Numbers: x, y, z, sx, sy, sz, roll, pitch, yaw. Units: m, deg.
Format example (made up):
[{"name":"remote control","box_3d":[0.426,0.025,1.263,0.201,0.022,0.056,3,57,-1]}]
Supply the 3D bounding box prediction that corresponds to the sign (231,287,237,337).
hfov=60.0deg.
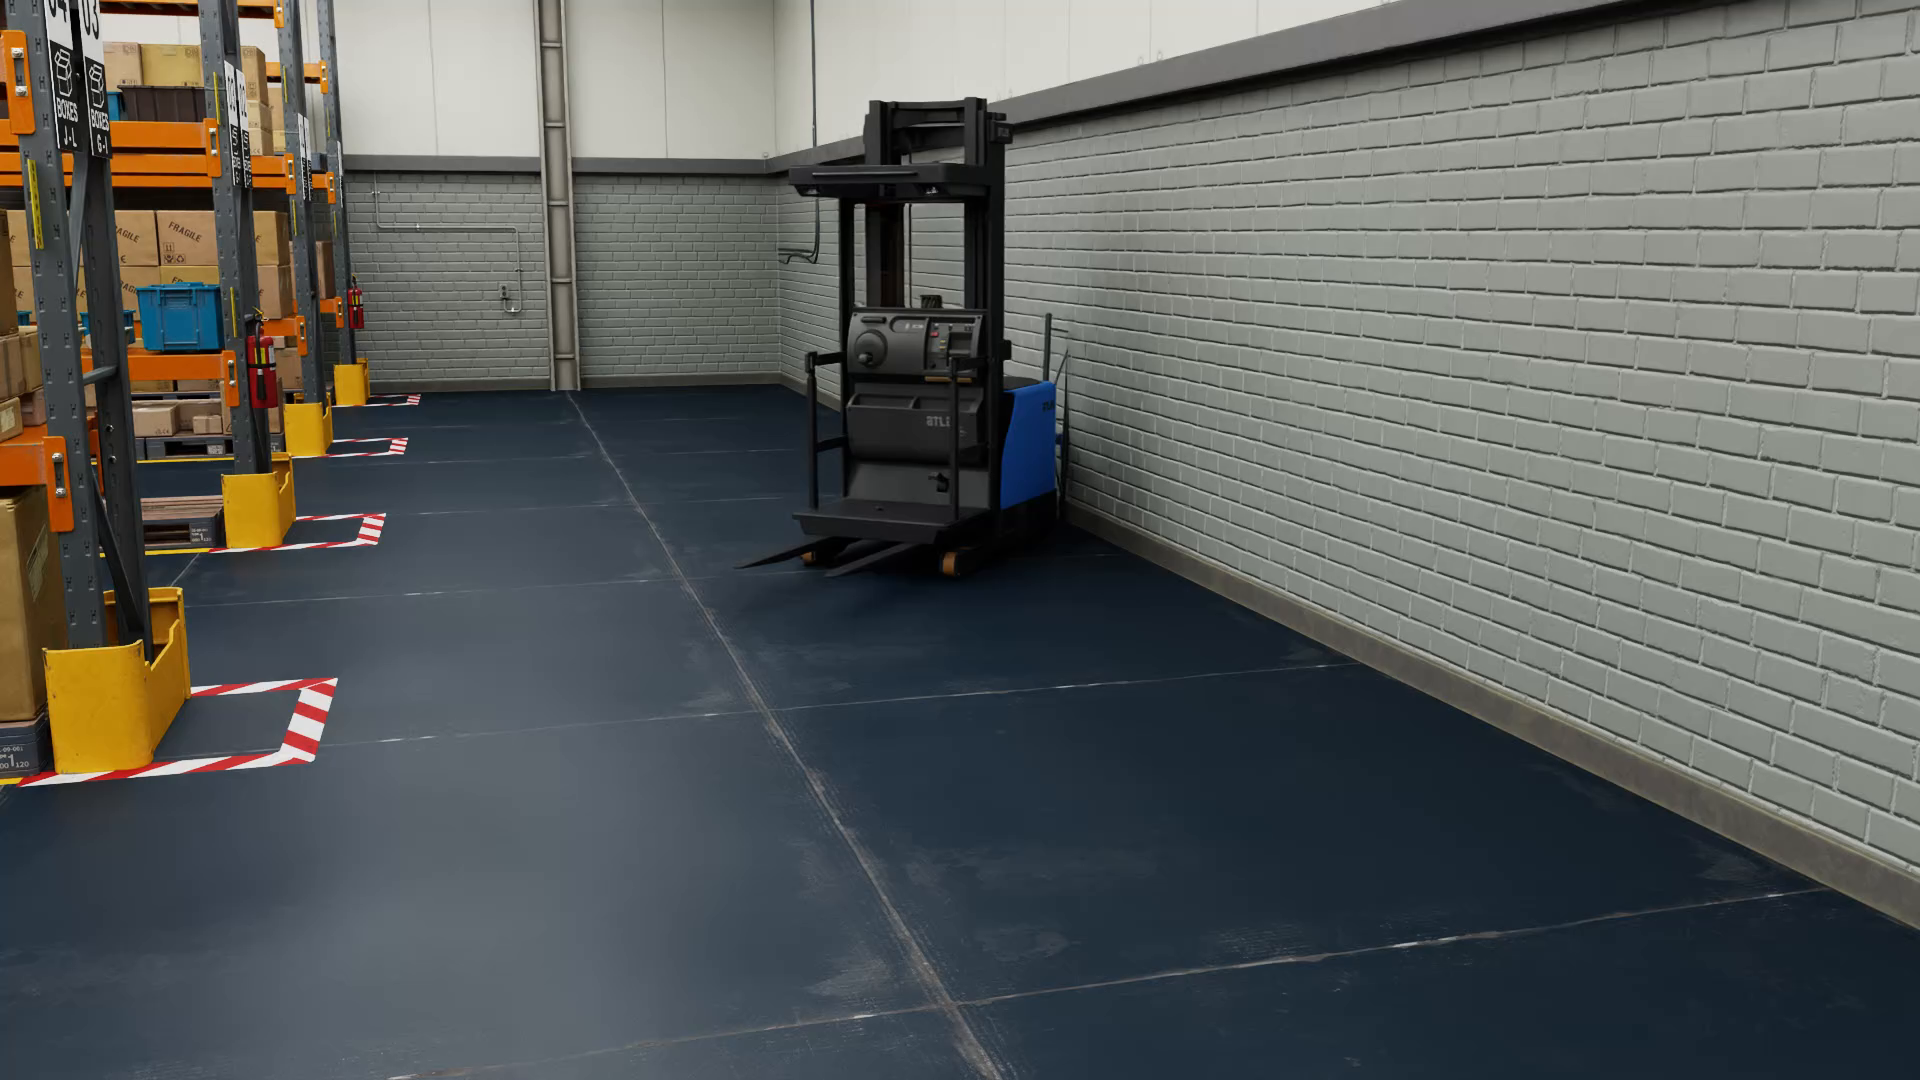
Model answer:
[{"name":"sign","box_3d":[-4.797,-1.505,10.987,0.005,0.325,0.100,-3,11,-16]}]

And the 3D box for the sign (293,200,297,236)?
[{"name":"sign","box_3d":[-6.212,-3.008,15.533,0.005,0.325,0.100,-3,11,-16]}]

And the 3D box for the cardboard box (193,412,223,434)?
[{"name":"cardboard box","box_3d":[-7.215,-1.129,16.004,0.250,0.166,0.380,-3,11,-16]}]

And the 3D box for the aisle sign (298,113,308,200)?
[{"name":"aisle sign","box_3d":[-6.197,-3.610,15.690,0.004,0.787,0.394,-3,11,-16]}]

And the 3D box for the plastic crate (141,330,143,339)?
[{"name":"plastic crate","box_3d":[-5.627,-1.463,11.769,0.298,0.136,0.250,-3,11,-16]}]

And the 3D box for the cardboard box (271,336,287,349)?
[{"name":"cardboard box","box_3d":[-8.452,-2.447,20.507,0.250,0.149,0.380,-3,11,-17]}]

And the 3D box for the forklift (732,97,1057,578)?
[{"name":"forklift","box_3d":[-0.378,-1.295,10.488,1.130,2.935,3.031,5,11,24]}]

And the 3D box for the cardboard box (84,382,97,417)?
[{"name":"cardboard box","box_3d":[-8.386,-1.263,15.803,0.637,0.503,0.797,-3,11,-16]}]

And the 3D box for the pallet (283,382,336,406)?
[{"name":"pallet","box_3d":[-8.482,-1.817,20.831,1.213,0.211,1.003,-3,11,-16]}]

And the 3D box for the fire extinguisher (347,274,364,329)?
[{"name":"fire extinguisher","box_3d":[-7.462,-2.948,20.519,0.183,0.674,0.296,-3,11,-16]}]

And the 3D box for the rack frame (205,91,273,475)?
[{"name":"rack frame","box_3d":[-4.967,-1.520,11.517,0.127,3.000,1.000,-3,11,-16]}]

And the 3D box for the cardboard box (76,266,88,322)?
[{"name":"cardboard box","box_3d":[-8.163,-2.284,15.390,0.500,0.500,0.500,-3,11,-17]}]

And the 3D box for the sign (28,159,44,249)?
[{"name":"sign","box_3d":[-3.444,-1.250,6.198,0.005,0.325,0.100,-3,11,-16]}]

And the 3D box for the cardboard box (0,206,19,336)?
[{"name":"cardboard box","box_3d":[-3.977,-1.030,6.377,0.500,0.500,0.500,-3,11,-15]}]

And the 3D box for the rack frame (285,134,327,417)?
[{"name":"rack frame","box_3d":[-6.348,-2.381,16.196,0.127,3.000,1.000,-3,11,-16]}]

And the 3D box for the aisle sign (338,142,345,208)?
[{"name":"aisle sign","box_3d":[-7.583,-4.472,20.373,0.004,0.787,0.394,-3,11,-16]}]

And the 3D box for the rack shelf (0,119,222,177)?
[{"name":"rack shelf","box_3d":[-6.887,-2.540,10.761,4.000,0.370,1.077,-3,11,-16]}]

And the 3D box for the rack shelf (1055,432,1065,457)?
[{"name":"rack shelf","box_3d":[0.220,-0.726,12.269,1.000,0.185,0.538,4,4,24]}]

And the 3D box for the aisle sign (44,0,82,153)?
[{"name":"aisle sign","box_3d":[-3.429,-1.889,6.341,0.004,0.787,0.394,-3,11,-16]}]

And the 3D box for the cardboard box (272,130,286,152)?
[{"name":"cardboard box","box_3d":[-8.365,-4.816,20.115,0.500,0.250,0.500,-3,11,-14]}]

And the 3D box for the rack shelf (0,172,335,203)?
[{"name":"rack shelf","box_3d":[-9.656,-4.262,20.116,4.000,0.370,1.077,-3,11,-16]}]

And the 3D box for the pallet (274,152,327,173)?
[{"name":"pallet","box_3d":[-8.445,-4.634,20.395,1.213,0.211,1.003,-3,11,-16]}]

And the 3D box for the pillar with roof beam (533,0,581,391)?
[{"name":"pillar with roof beam","box_3d":[-4.182,-5.731,17.823,0.400,9.000,9.100,-3,11,-16]}]

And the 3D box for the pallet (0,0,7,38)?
[{"name":"pallet","box_3d":[-4.292,-2.051,6.363,1.213,0.211,1.003,-3,11,-16]}]

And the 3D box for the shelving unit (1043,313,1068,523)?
[{"name":"shelving unit","box_3d":[0.228,-0.905,12.256,1.048,1.500,0.538,4,4,24]}]

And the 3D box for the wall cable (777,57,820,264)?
[{"name":"wall cable","box_3d":[-2.205,-4.889,21.827,0.112,2.526,3.097,-3,11,-16]}]

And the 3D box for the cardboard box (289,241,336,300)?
[{"name":"cardboard box","box_3d":[-8.223,-3.362,20.695,0.700,0.700,0.980,-3,11,-13]}]

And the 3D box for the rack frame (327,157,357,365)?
[{"name":"rack frame","box_3d":[-7.736,-3.242,20.872,0.127,3.000,1.000,-3,11,-16]}]

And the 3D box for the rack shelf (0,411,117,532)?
[{"name":"rack shelf","box_3d":[-5.503,-0.204,6.356,4.000,0.370,1.077,-3,11,-16]}]

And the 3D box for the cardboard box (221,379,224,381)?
[{"name":"cardboard box","box_3d":[-8.860,-2.141,20.636,0.500,0.500,0.700,-3,11,-16]}]

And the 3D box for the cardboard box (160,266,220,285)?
[{"name":"cardboard box","box_3d":[-7.199,-2.333,15.660,0.500,0.500,0.500,-3,11,-15]}]

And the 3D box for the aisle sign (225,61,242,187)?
[{"name":"aisle sign","box_3d":[-4.816,-2.751,11.025,0.004,0.787,0.394,-3,11,-16]}]

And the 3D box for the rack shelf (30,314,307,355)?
[{"name":"rack shelf","box_3d":[-8.268,-1.926,15.711,4.000,0.370,1.077,-3,11,-16]}]

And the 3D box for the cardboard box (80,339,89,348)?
[{"name":"cardboard box","box_3d":[-10.450,-2.341,19.933,0.250,0.149,0.380,-3,11,-14]}]

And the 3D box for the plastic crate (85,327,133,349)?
[{"name":"plastic crate","box_3d":[-5.699,-1.347,11.140,0.243,0.136,0.396,-3,11,-16]}]

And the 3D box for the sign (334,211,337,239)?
[{"name":"sign","box_3d":[-7.598,-3.833,20.230,0.005,0.325,0.100,-3,11,-16]}]

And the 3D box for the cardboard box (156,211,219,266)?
[{"name":"cardboard box","box_3d":[-7.183,-2.826,15.574,0.500,0.500,0.500,-3,11,-14]}]

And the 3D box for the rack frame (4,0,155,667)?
[{"name":"rack frame","box_3d":[-3.582,-0.659,6.840,0.127,3.000,1.000,-3,11,-16]}]

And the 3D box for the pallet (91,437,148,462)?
[{"name":"pallet","box_3d":[-8.355,-0.904,15.875,1.213,0.211,1.003,-3,11,-16]}]

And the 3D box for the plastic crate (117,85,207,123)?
[{"name":"plastic crate","box_3d":[-5.414,-2.960,11.415,0.590,0.269,0.497,-3,11,-16]}]

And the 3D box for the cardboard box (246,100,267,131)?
[{"name":"cardboard box","box_3d":[-6.770,-3.958,15.510,0.500,0.250,0.500,-3,11,-16]}]

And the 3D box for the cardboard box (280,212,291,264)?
[{"name":"cardboard box","box_3d":[-6.847,-2.945,16.223,0.500,0.500,0.500,-3,11,-14]}]

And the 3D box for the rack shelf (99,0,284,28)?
[{"name":"rack shelf","box_3d":[-8.268,-4.875,15.168,4.000,0.370,1.077,-3,11,-16]}]

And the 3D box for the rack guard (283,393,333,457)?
[{"name":"rack guard","box_3d":[-6.421,-1.148,16.401,0.348,0.500,1.175,-3,11,-16]}]

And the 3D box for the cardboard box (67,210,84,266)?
[{"name":"cardboard box","box_3d":[-8.173,-2.773,15.286,0.500,0.500,0.500,-3,11,-14]}]

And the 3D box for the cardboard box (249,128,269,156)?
[{"name":"cardboard box","box_3d":[-6.767,-3.711,15.547,0.500,0.250,0.500,-3,11,-16]}]

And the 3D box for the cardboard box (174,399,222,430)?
[{"name":"cardboard box","box_3d":[-7.429,-1.242,16.386,0.500,0.250,0.500,-3,11,-16]}]

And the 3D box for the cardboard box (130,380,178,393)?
[{"name":"cardboard box","box_3d":[-9.853,-2.087,20.344,0.500,0.500,0.700,-3,11,-15]}]

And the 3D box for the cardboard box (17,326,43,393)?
[{"name":"cardboard box","box_3d":[-4.119,-0.754,6.950,0.500,0.250,0.500,-3,11,-17]}]

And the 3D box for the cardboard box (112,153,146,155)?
[{"name":"cardboard box","box_3d":[-7.727,-3.660,15.271,0.500,0.250,0.500,-3,11,-16]}]

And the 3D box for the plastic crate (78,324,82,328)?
[{"name":"plastic crate","box_3d":[-6.278,-1.428,11.582,0.298,0.136,0.250,-3,11,-16]}]

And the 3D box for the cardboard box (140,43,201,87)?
[{"name":"cardboard box","box_3d":[-7.340,-4.358,15.610,0.500,0.500,0.700,-3,11,-16]}]

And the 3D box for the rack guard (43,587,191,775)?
[{"name":"rack guard","box_3d":[-3.559,0.569,7.073,0.348,0.500,1.175,-3,11,-16]}]

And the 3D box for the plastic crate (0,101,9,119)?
[{"name":"plastic crate","box_3d":[-6.511,-2.935,11.091,0.767,0.338,0.504,-3,11,-16]}]

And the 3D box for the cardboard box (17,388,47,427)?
[{"name":"cardboard box","box_3d":[-4.016,-0.575,7.077,0.250,0.149,0.380,-3,11,-15]}]

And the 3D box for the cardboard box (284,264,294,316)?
[{"name":"cardboard box","box_3d":[-6.847,-2.454,16.313,0.500,0.500,0.500,-3,11,-15]}]
